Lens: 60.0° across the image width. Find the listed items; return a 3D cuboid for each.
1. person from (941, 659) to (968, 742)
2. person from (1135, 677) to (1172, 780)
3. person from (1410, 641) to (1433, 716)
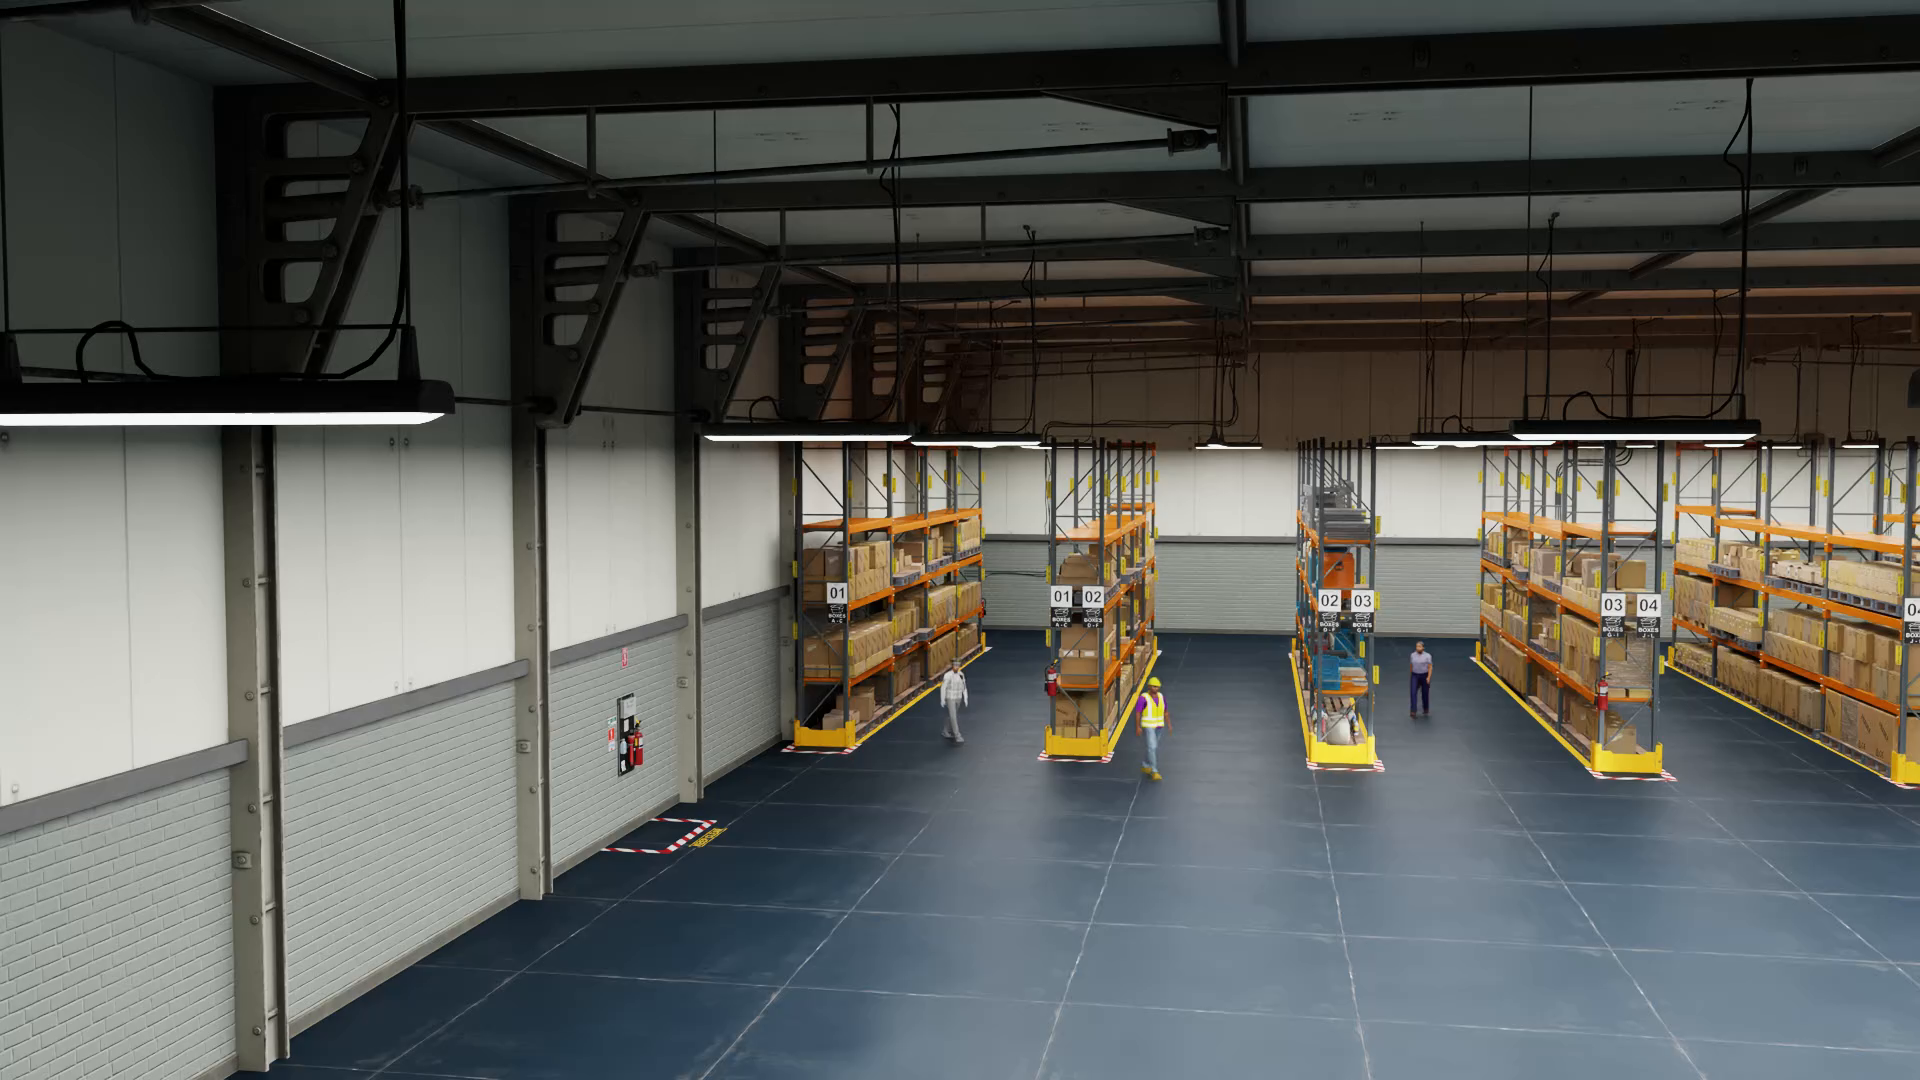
[{"bbox_3d":[-0.090,3.146,32.885,0.512,1.616,0.982,-2,4,-40],"label":"person"},{"bbox_3d":[3.431,3.285,29.238,0.588,1.727,0.883,-2,4,-34],"label":"person"},{"bbox_3d":[9.973,2.995,36.012,0.501,1.596,0.949,1,3,25],"label":"person"}]
